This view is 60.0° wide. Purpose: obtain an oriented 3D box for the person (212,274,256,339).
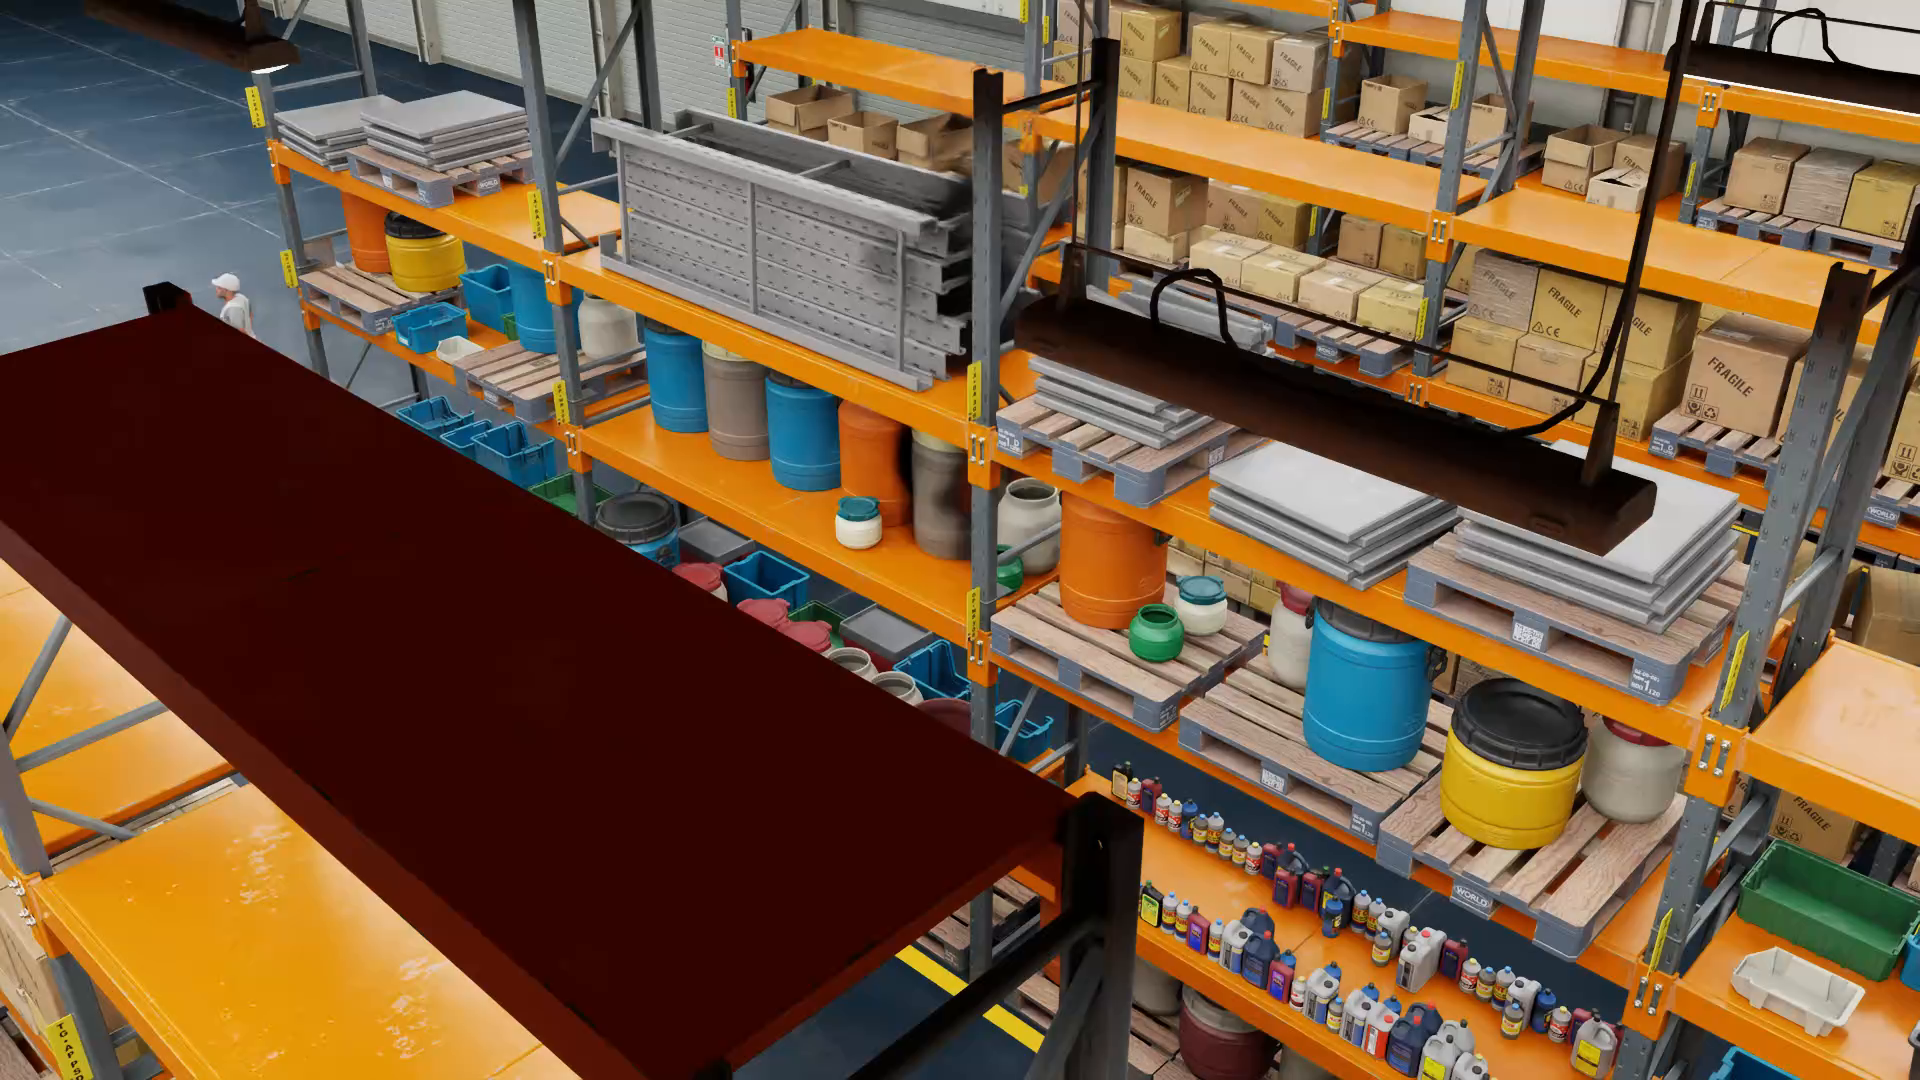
[{"bbox_3d":[-7.771,-2.076,18.147,0.724,1.745,0.698,-8,30,-15],"label":"person"}]
